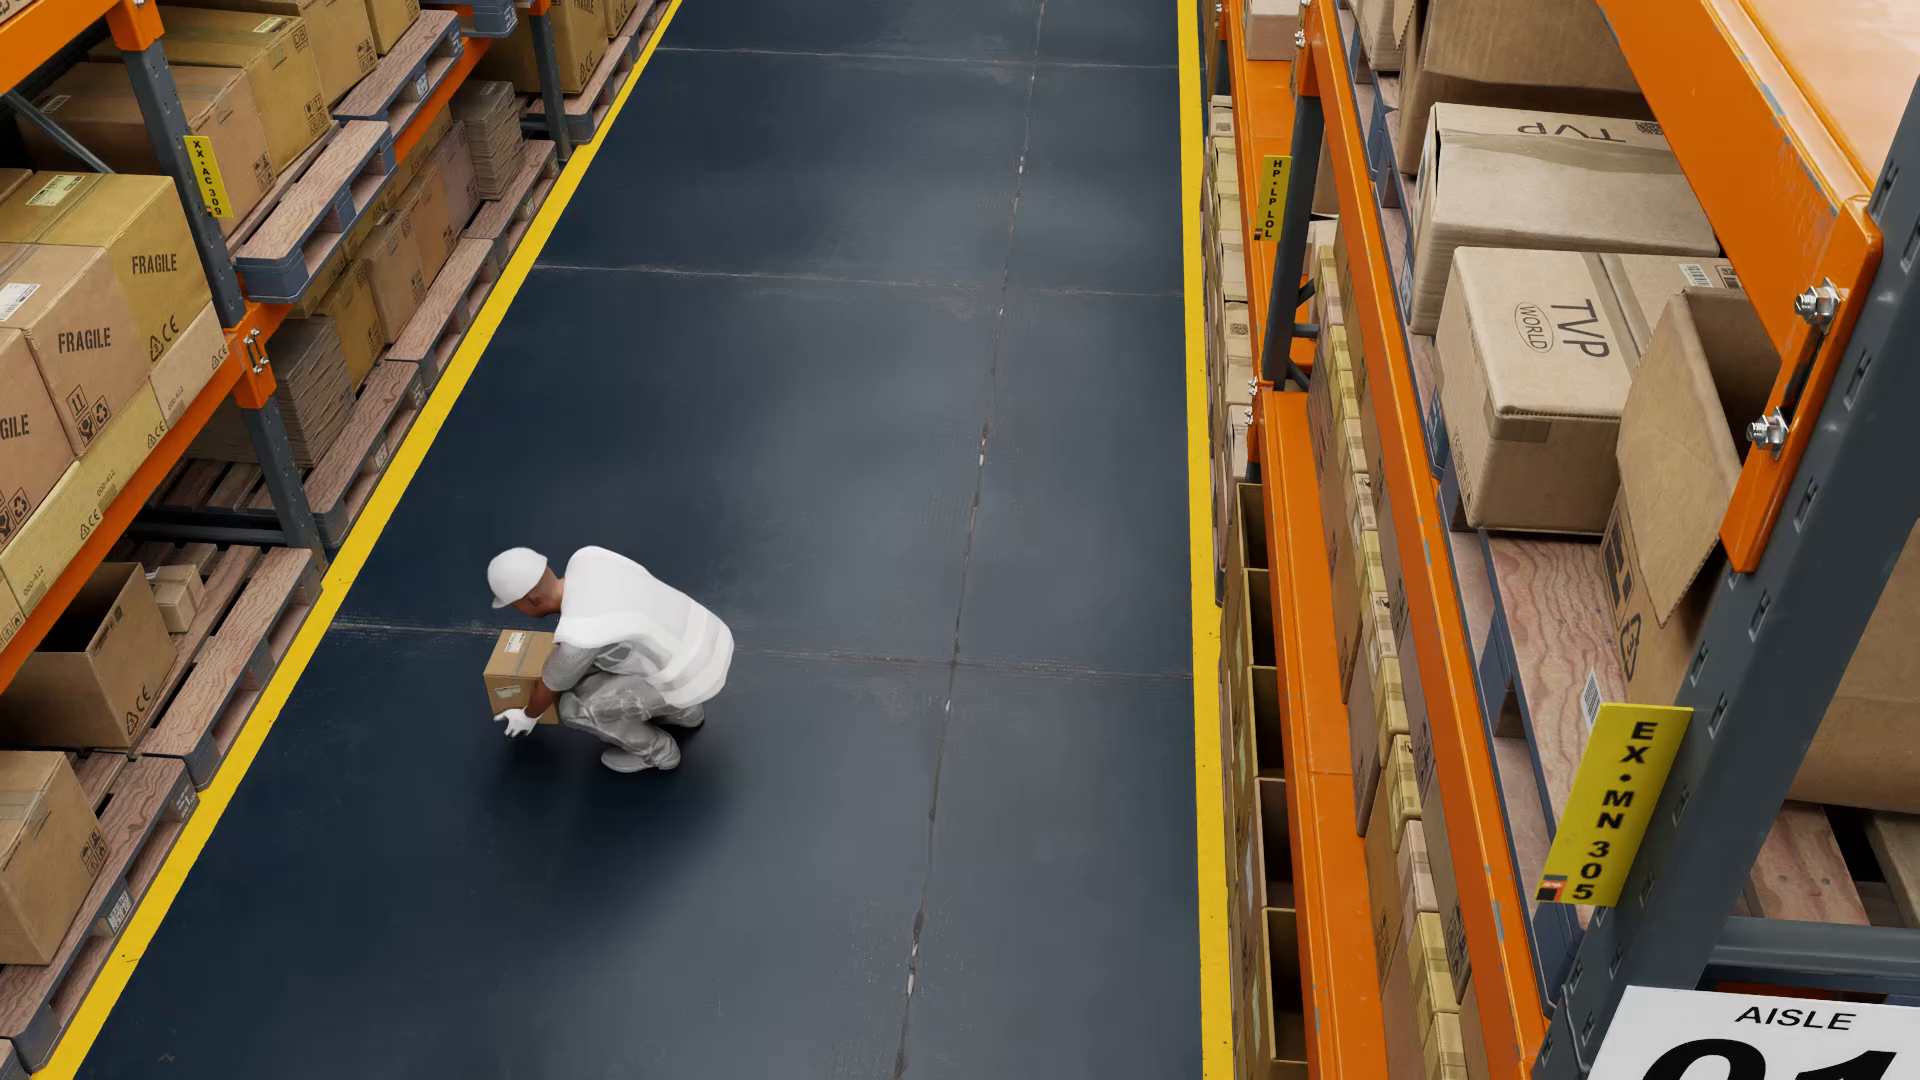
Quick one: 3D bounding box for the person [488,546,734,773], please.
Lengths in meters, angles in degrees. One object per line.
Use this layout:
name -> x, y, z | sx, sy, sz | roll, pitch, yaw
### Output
person -> -1.321, 0.421, 6.251 | 0.901, 1.004, 0.565 | 3, 40, 3
